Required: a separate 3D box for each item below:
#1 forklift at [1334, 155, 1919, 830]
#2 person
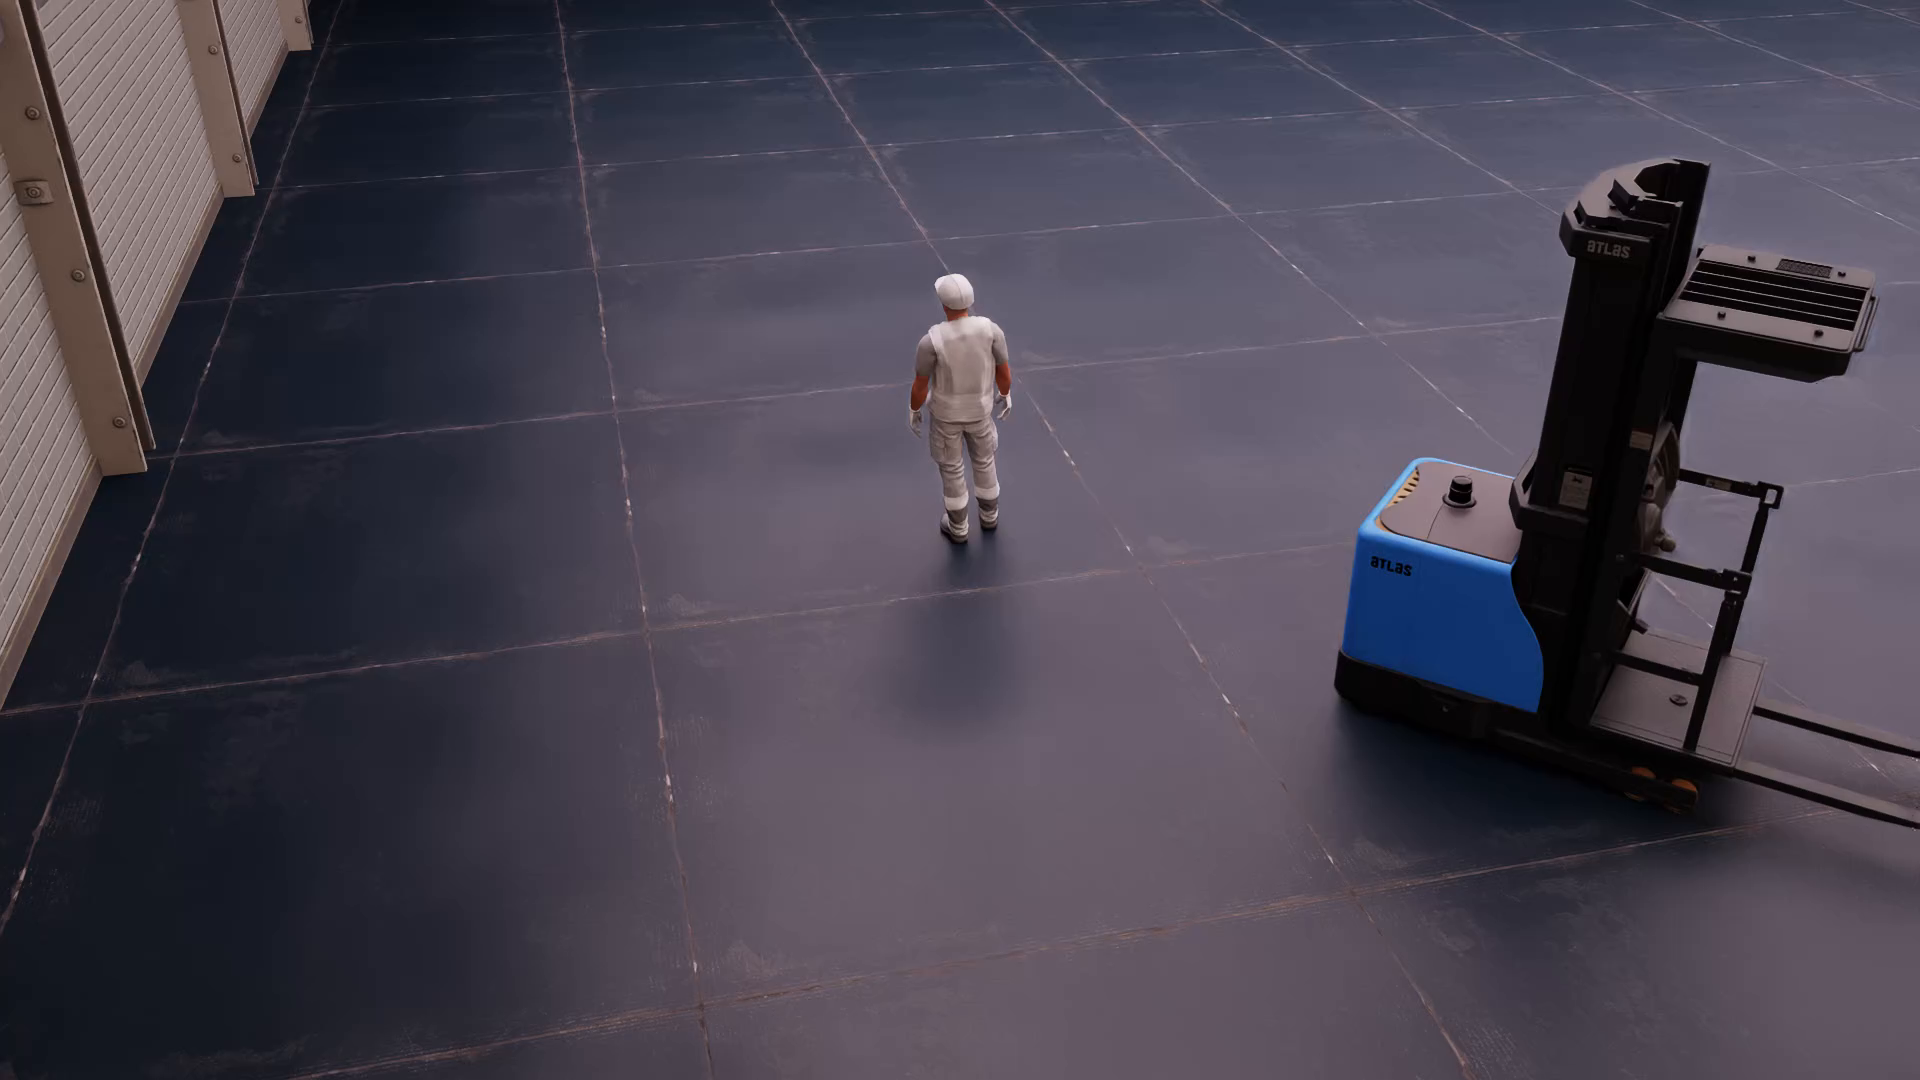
[{"bbox_3d":[3.553,-0.229,7.970,3.031,2.935,1.130,17,34,26],"label":"forklift"},{"bbox_3d":[-0.007,-0.821,10.119,0.637,1.790,0.562,-7,31,-12],"label":"person"}]
